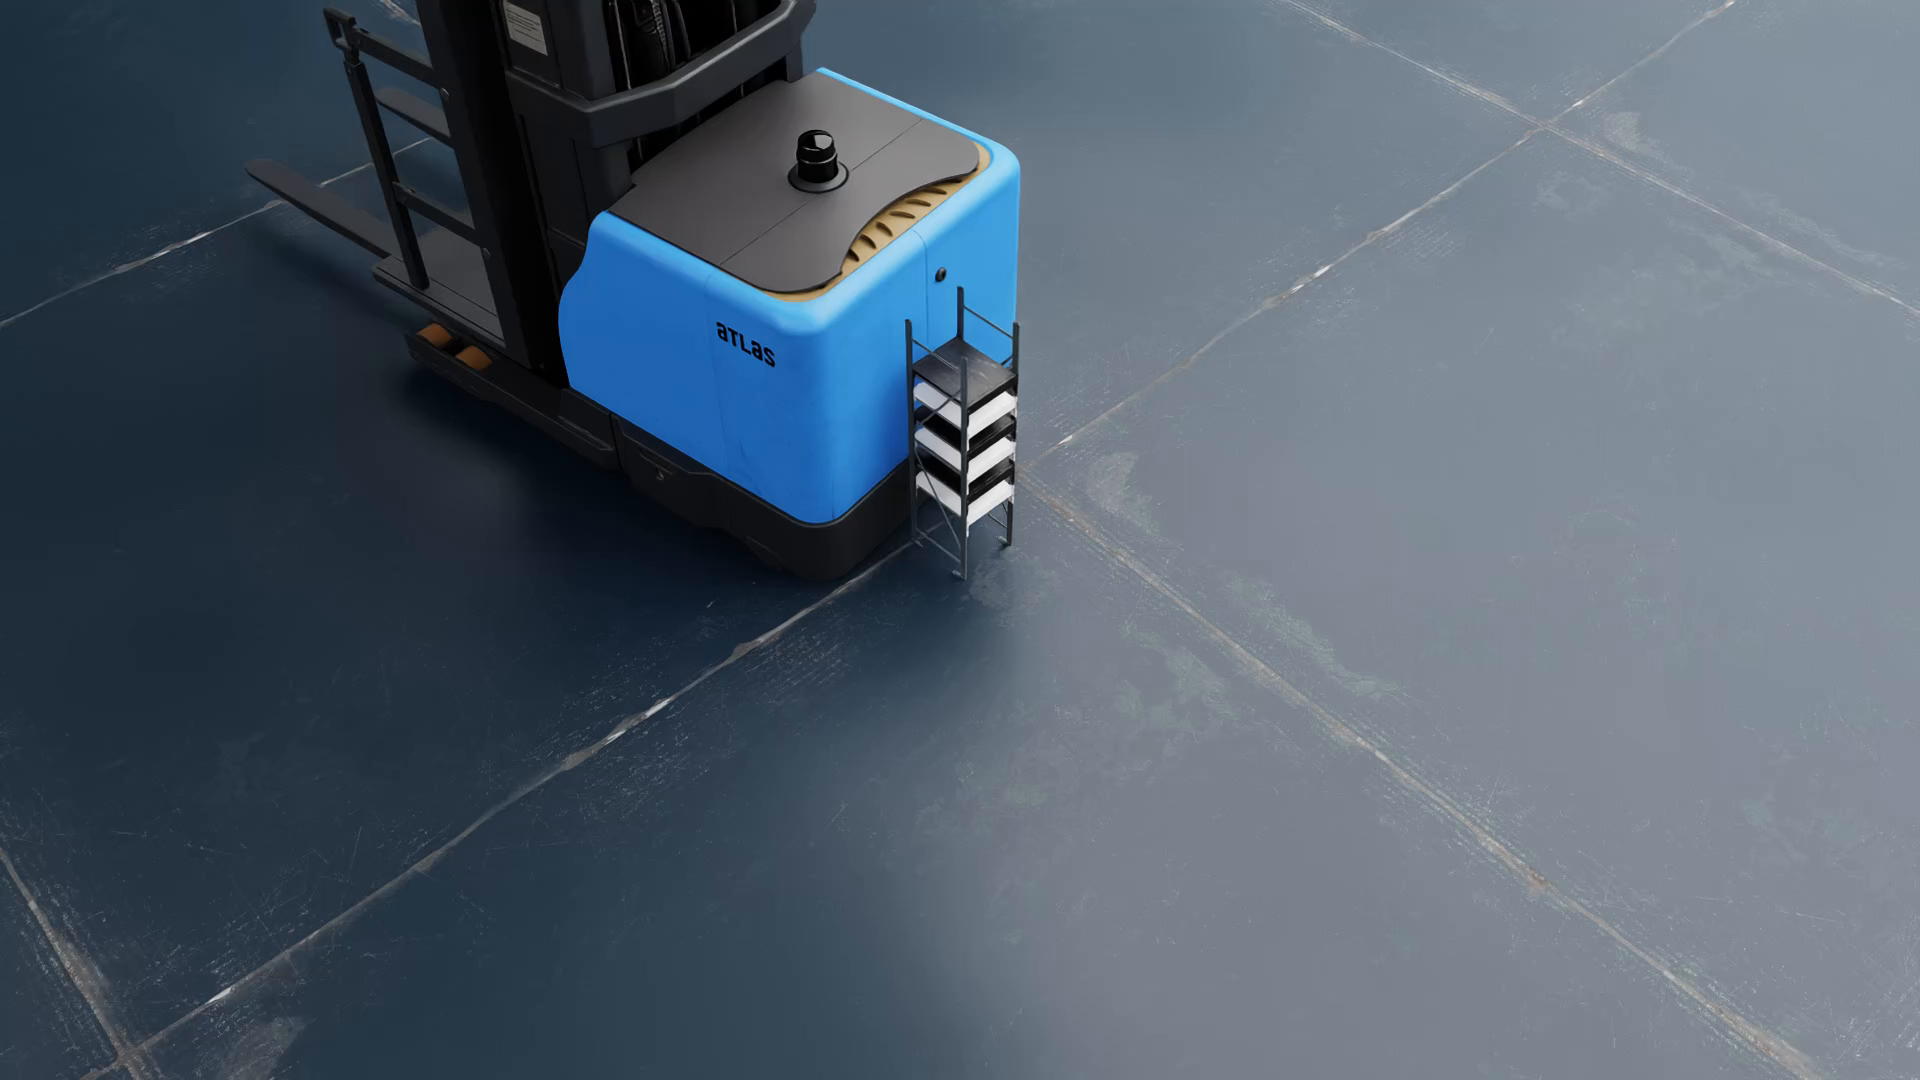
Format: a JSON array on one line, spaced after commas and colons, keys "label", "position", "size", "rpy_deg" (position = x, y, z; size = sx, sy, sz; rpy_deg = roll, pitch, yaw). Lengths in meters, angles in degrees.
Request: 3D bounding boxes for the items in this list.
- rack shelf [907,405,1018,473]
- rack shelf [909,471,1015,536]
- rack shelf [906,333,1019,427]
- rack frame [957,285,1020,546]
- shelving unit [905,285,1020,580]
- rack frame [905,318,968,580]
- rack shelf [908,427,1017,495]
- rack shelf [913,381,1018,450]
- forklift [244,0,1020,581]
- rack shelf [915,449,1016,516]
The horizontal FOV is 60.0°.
[{"label": "rack shelf", "position": [0.007, -0.335, 4.870], "size": [0.200, 0.077, 0.258], "rpy_deg": [-36, 57, -28]}, {"label": "rack shelf", "position": [0.006, -0.152, 5.068], "size": [0.200, 0.077, 0.258], "rpy_deg": [-36, 57, -28]}, {"label": "rack shelf", "position": [0.007, -0.457, 4.737], "size": [0.200, 0.077, 0.258], "rpy_deg": [-36, 57, -28]}, {"label": "rack frame", "position": [0.079, -0.349, 4.960], "size": [0.006, 0.900, 0.240], "rpy_deg": [-36, 57, -28]}, {"label": "shelving unit", "position": [0.007, -0.297, 4.911], "size": [0.210, 0.900, 0.258], "rpy_deg": [-36, 57, -28]}, {"label": "rack frame", "position": [-0.066, -0.244, 4.863], "size": [0.006, 0.900, 0.240], "rpy_deg": [-36, 57, -28]}, {"label": "rack shelf", "position": [0.007, -0.274, 4.936], "size": [0.200, 0.077, 0.258], "rpy_deg": [-36, 57, -28]}, {"label": "rack shelf", "position": [0.007, -0.396, 4.803], "size": [0.200, 0.077, 0.258], "rpy_deg": [-36, 57, -28]}, {"label": "forklift", "position": [-1.287, -1.770, 4.889], "size": [3.031, 2.935, 1.130], "rpy_deg": [29, 54, 24]}, {"label": "rack shelf", "position": [0.006, -0.213, 5.002], "size": [0.200, 0.077, 0.258], "rpy_deg": [-36, 57, -28]}]
